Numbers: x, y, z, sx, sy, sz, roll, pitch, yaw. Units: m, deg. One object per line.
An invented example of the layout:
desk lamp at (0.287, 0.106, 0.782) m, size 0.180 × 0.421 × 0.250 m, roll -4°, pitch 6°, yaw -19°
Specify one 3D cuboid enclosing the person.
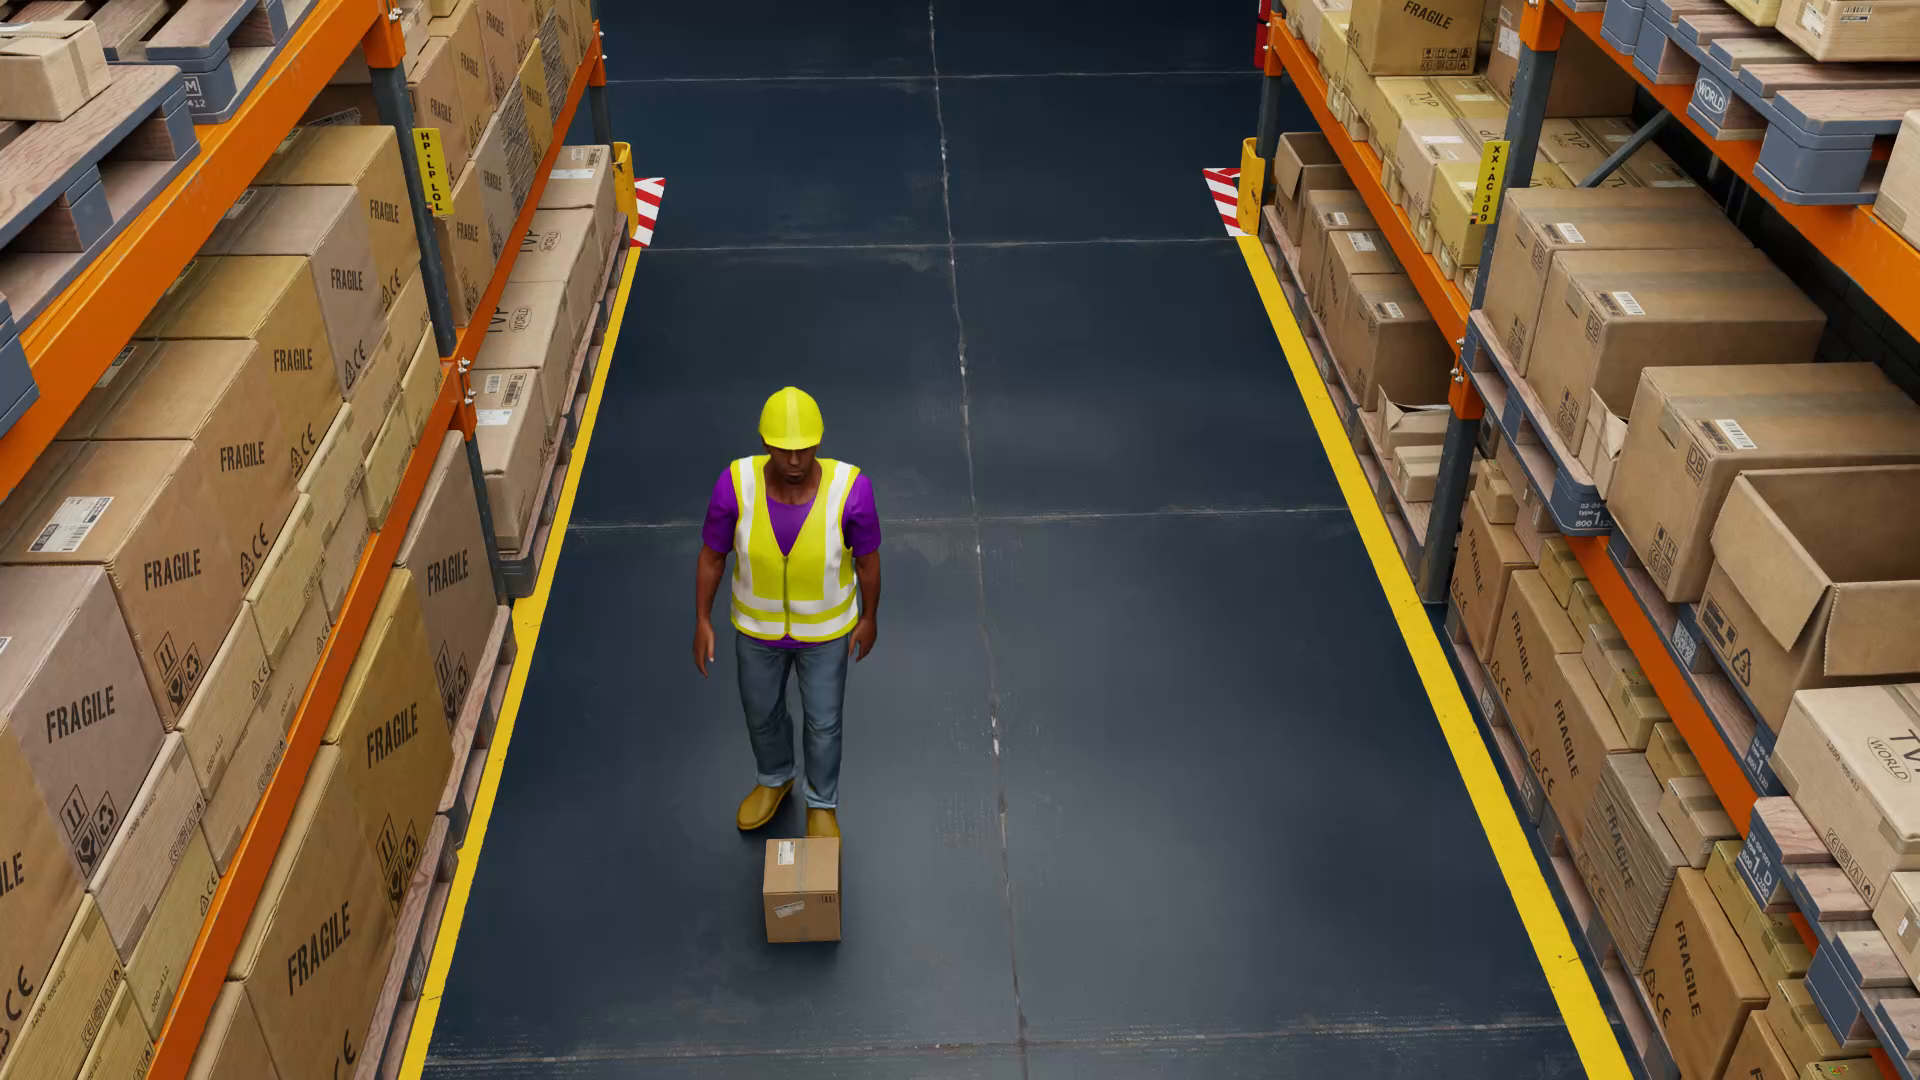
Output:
person at (-0.586, 0.308, 5.649) m, size 0.635 × 1.780 × 0.436 m, roll 2°, pitch 35°, yaw 2°
